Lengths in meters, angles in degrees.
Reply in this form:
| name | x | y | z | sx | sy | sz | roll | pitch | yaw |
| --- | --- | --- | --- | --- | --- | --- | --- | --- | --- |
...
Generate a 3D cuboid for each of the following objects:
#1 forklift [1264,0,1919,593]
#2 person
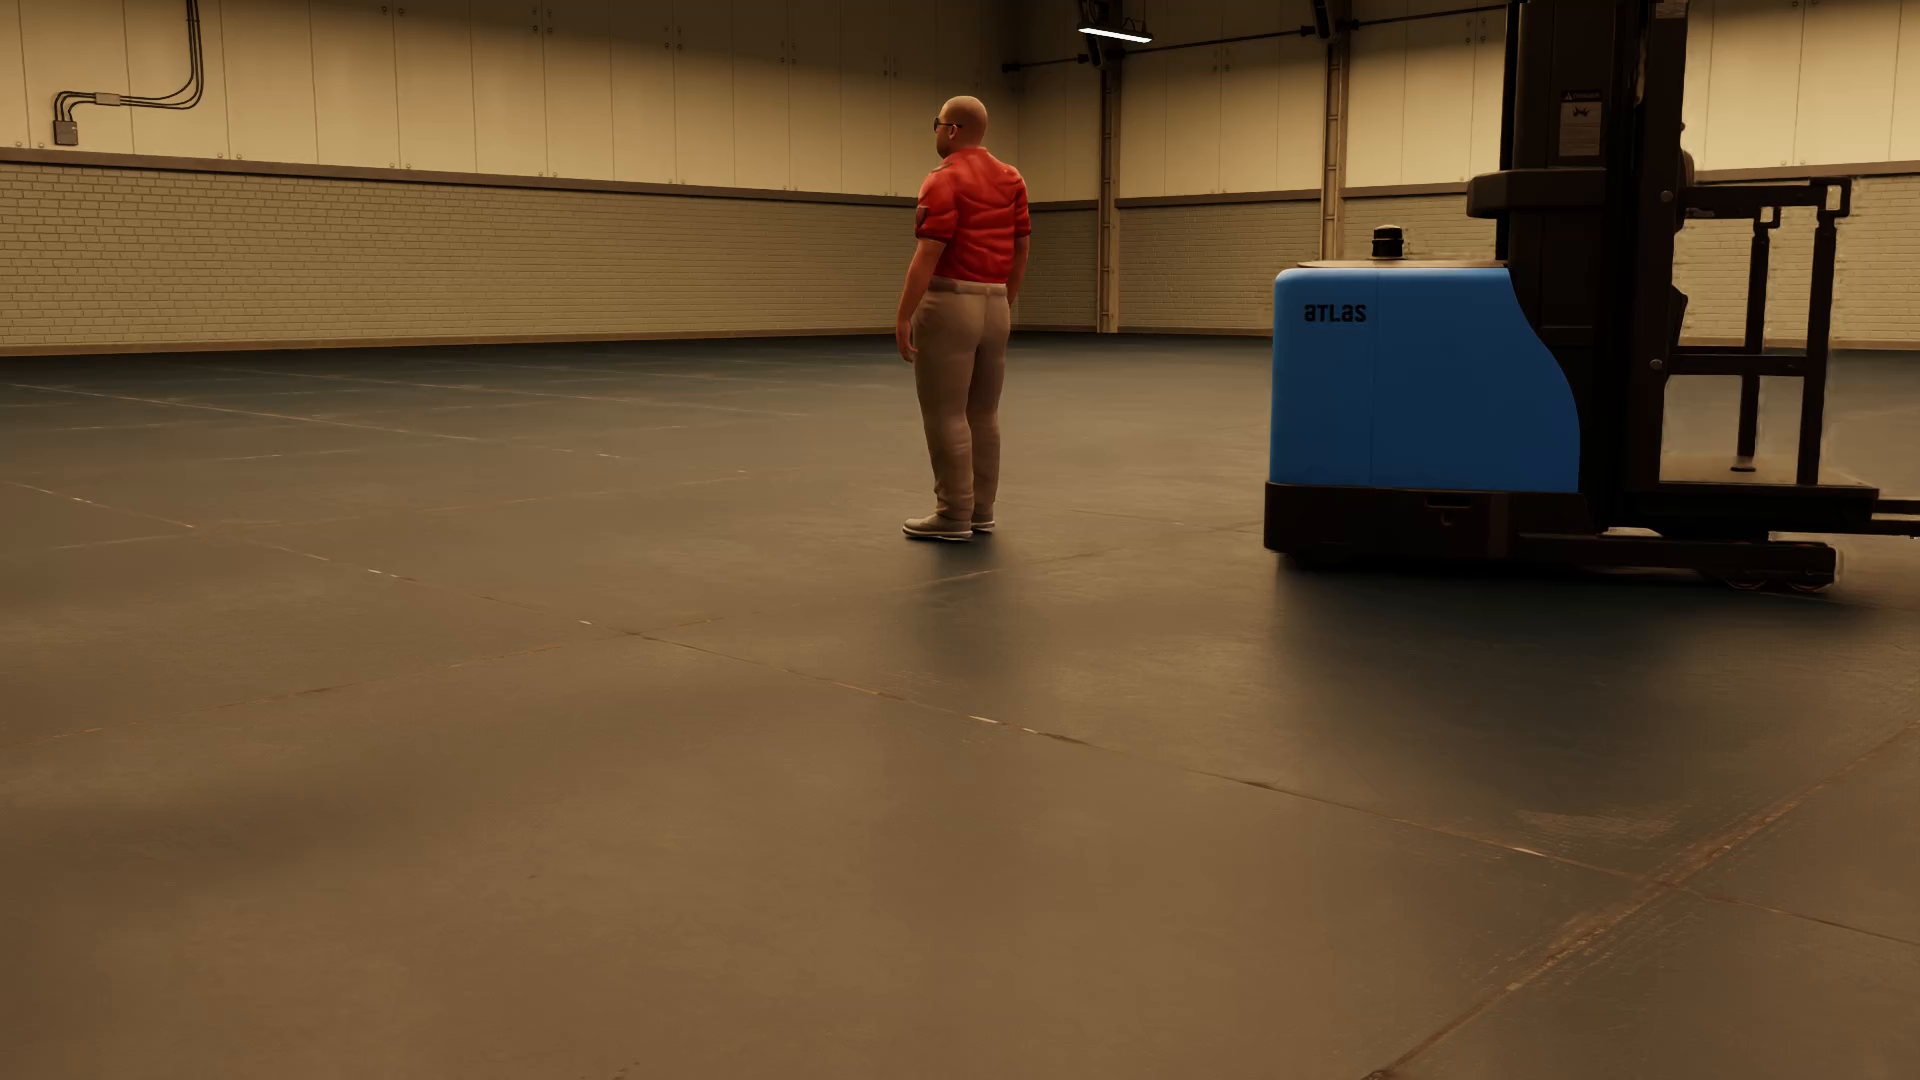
| name | x | y | z | sx | sy | sz | roll | pitch | yaw |
| --- | --- | --- | --- | --- | --- | --- | --- | --- | --- |
| forklift | 2.682 | -1.360 | 5.905 | 3.031 | 2.935 | 1.130 | 2 | 9 | 14 |
| person | -0.057 | -0.873 | 6.657 | 0.550 | 1.727 | 0.641 | 8 | 12 | 43 |
